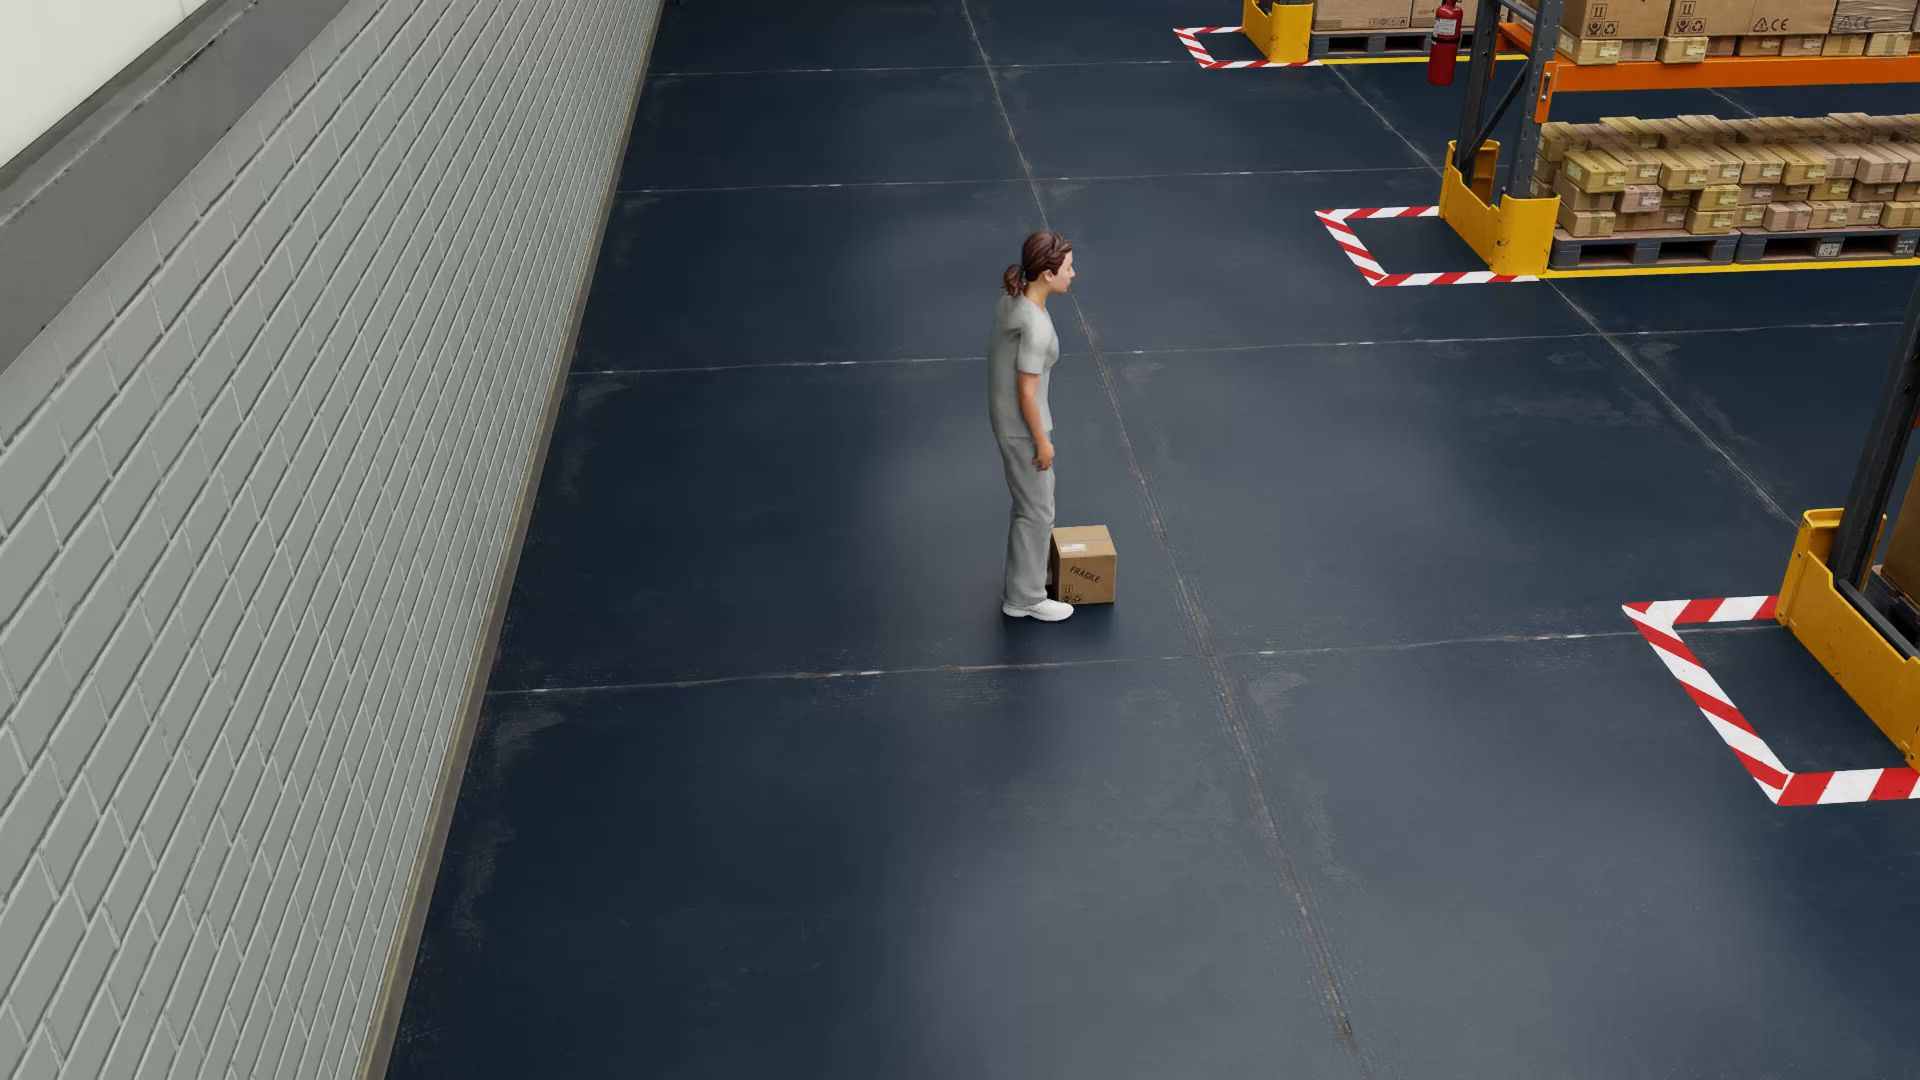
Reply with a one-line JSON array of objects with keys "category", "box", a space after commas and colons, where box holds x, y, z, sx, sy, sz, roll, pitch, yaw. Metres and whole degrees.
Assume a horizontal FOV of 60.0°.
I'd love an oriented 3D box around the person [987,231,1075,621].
[{"category": "person", "box": [0.317, -0.472, 6.934, 0.406, 1.652, 0.486, -3, 31, -4]}]
